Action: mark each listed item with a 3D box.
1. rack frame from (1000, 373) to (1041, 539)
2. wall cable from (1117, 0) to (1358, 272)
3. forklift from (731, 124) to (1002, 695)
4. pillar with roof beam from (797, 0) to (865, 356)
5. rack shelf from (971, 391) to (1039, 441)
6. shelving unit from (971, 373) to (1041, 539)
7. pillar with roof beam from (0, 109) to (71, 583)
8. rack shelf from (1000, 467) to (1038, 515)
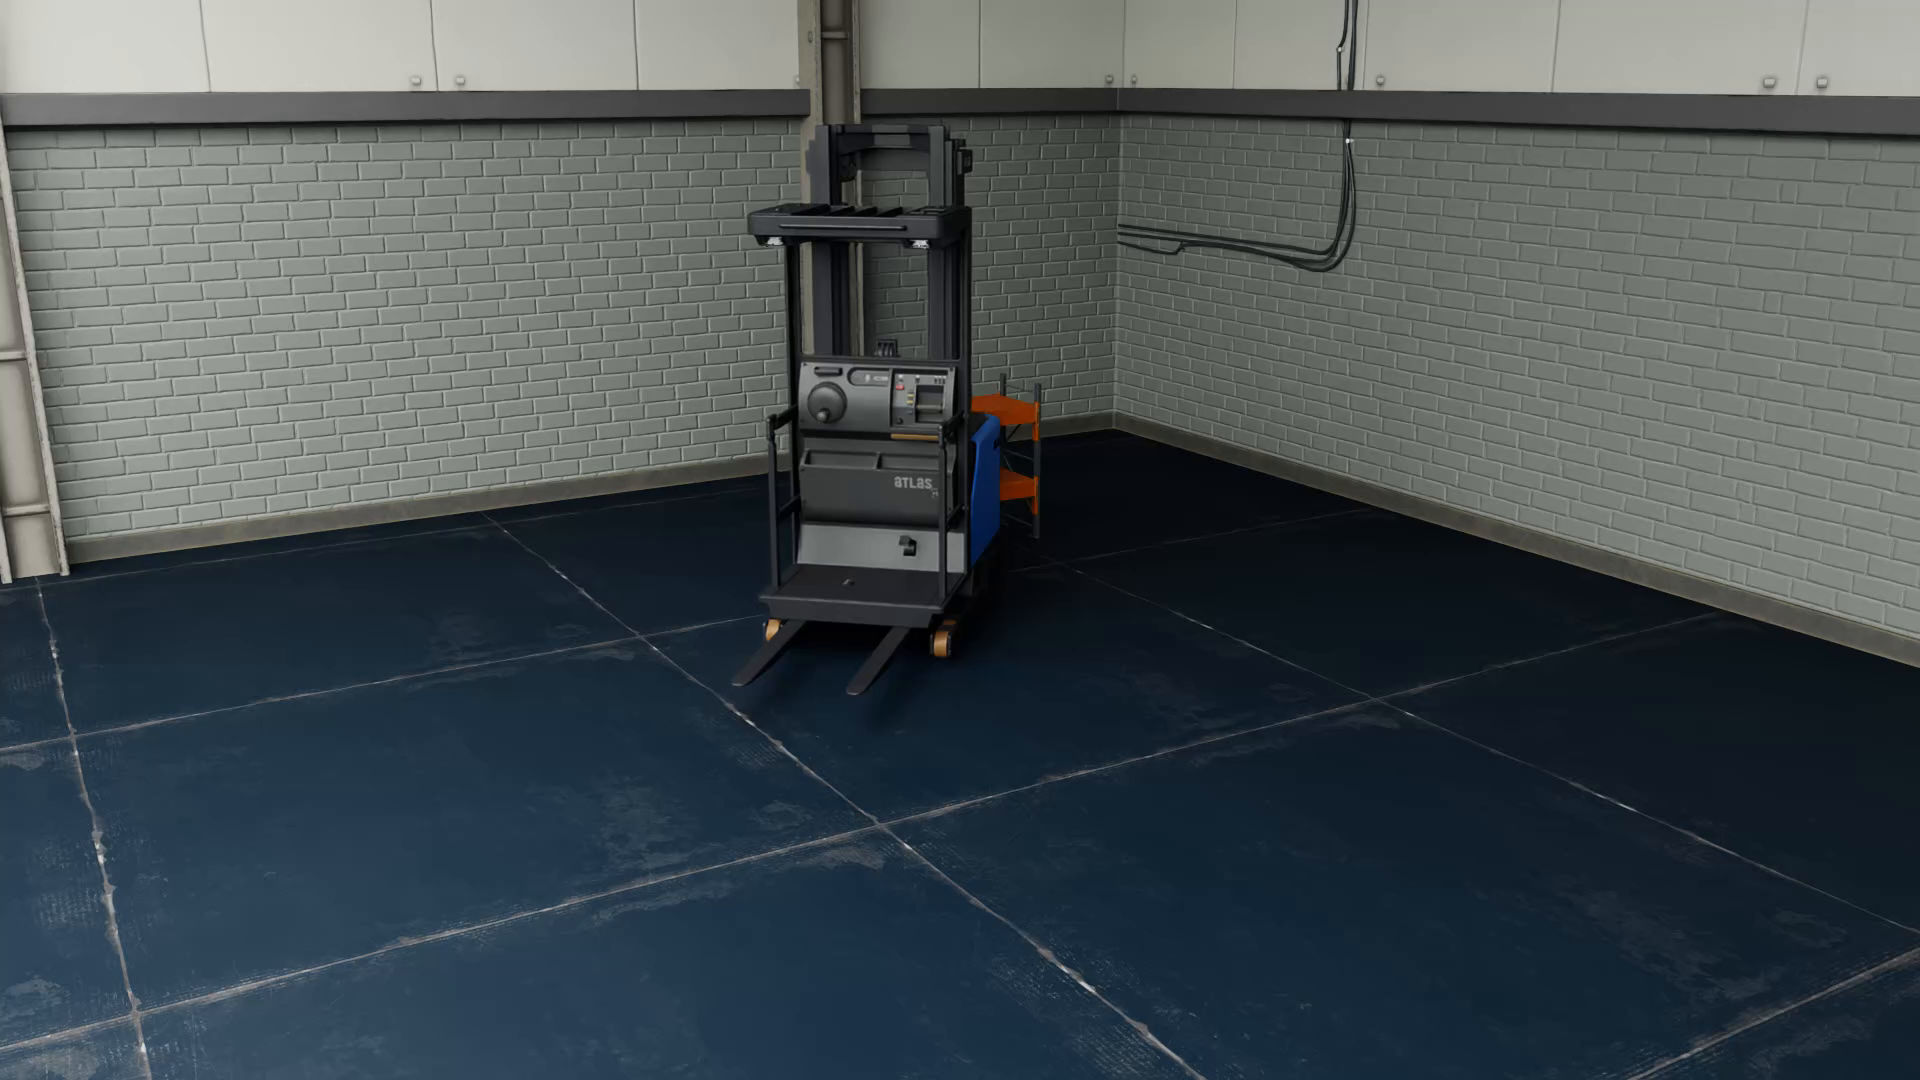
[{"bbox_3d":[0.430,-0.611,12.007,0.032,1.125,0.500,-9,18,-30],"label":"rack frame"},{"bbox_3d":[2.169,-3.553,13.665,0.112,2.526,3.097,-9,18,-30],"label":"wall cable"},{"bbox_3d":[-0.526,-0.842,9.484,1.130,2.935,3.031,3,16,11],"label":"forklift"},{"bbox_3d":[1.180,-3.949,9.324,0.400,9.000,9.100,-9,18,-30],"label":"pillar with roof beam"},{"bbox_3d":[-0.006,-0.823,11.676,1.000,0.278,0.538,-9,18,-30],"label":"rack shelf"},{"bbox_3d":[-0.006,-0.541,11.755,1.048,1.125,0.538,-9,18,-30],"label":"shelving unit"},{"bbox_3d":[-3.963,-3.114,6.348,0.400,9.000,9.100,-9,18,-30],"label":"pillar with roof beam"},{"bbox_3d":[-0.006,-0.305,11.821,1.000,0.278,0.538,-9,18,-30],"label":"rack shelf"}]
